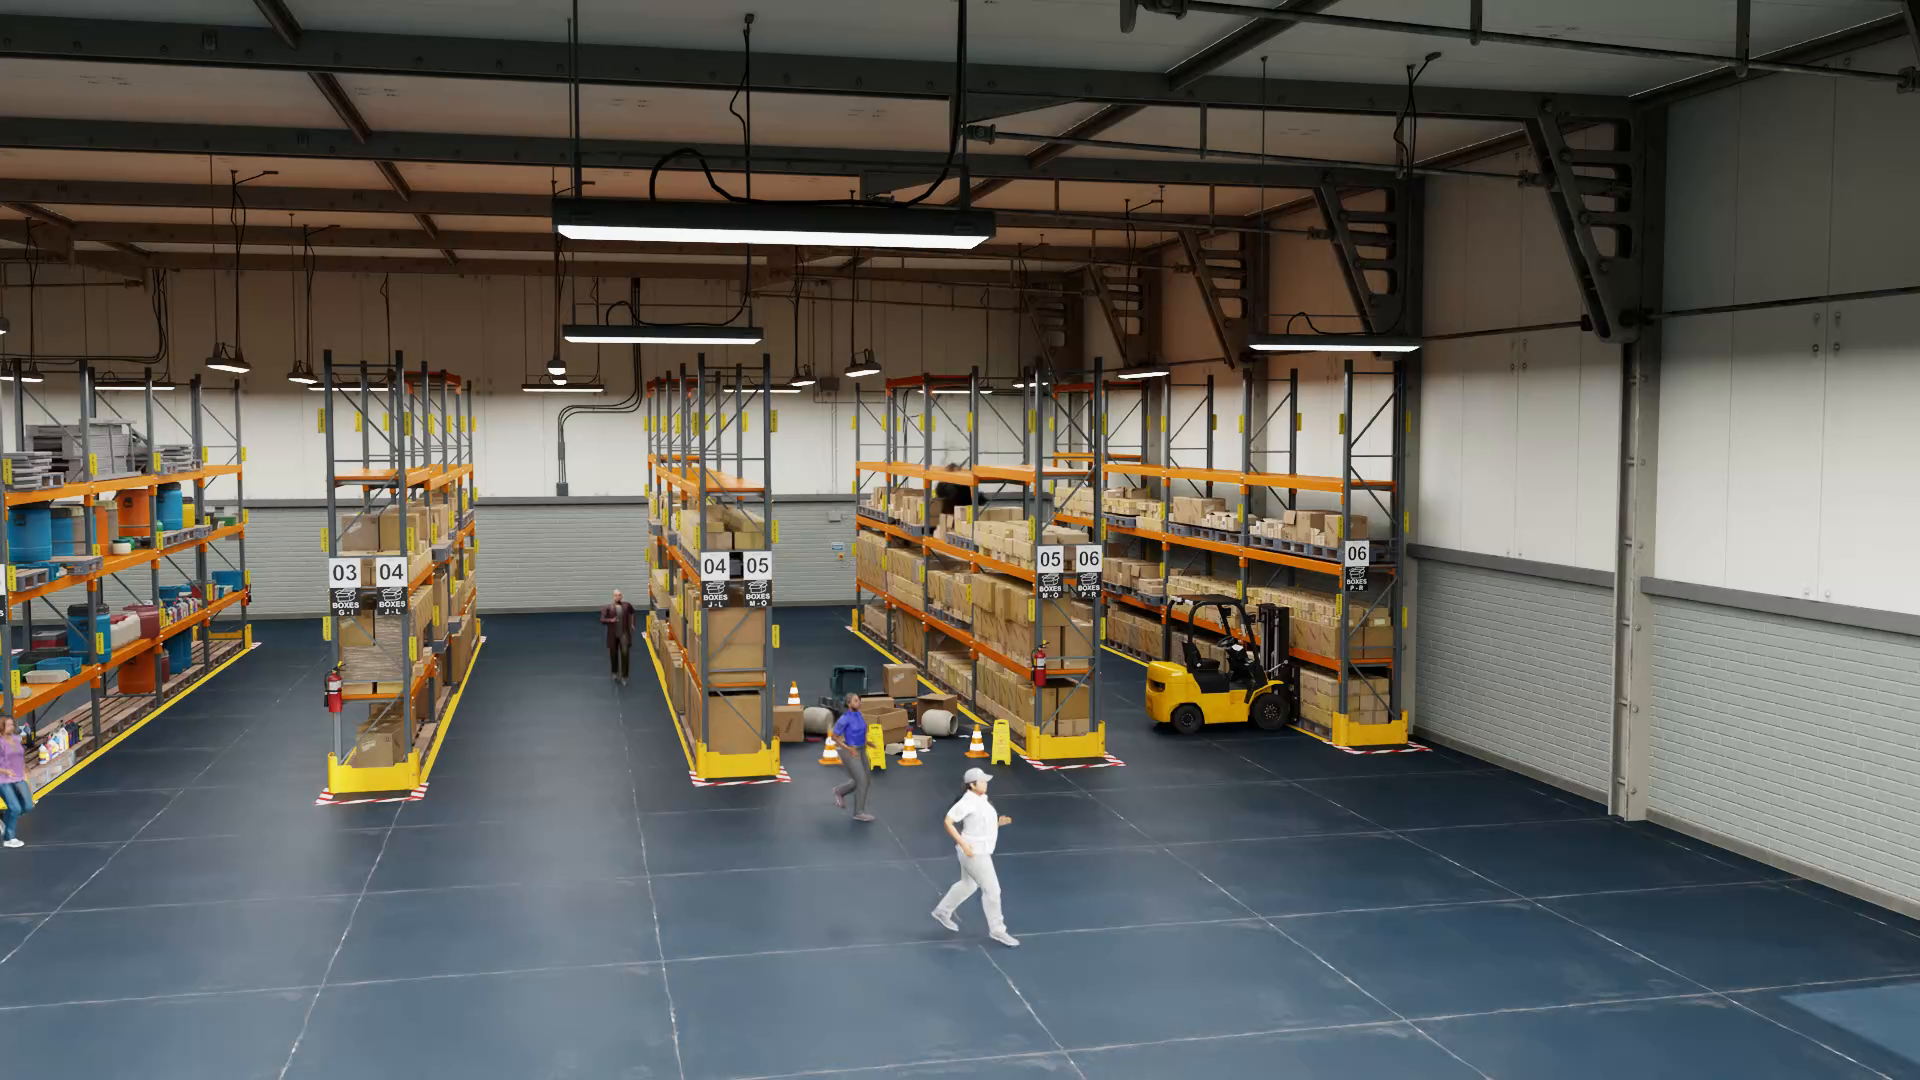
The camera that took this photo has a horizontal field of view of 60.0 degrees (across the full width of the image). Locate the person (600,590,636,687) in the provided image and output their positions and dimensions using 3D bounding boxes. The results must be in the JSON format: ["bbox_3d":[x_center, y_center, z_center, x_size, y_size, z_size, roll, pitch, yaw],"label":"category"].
[{"bbox_3d":[-6.596,1.866,32.099,0.678,1.829,0.923,-1,4,-13],"label":"person"}]

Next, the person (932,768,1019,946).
[{"bbox_3d":[0.152,3.039,16.071,0.877,1.689,0.594,1,4,11],"label":"person"}]

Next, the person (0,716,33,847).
[{"bbox_3d":[-11.258,2.858,19.676,0.560,1.550,0.532,1,4,18],"label":"person"}]

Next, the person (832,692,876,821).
[{"bbox_3d":[-1.356,2.737,21.057,0.620,1.597,0.579,2,5,30],"label":"person"}]
